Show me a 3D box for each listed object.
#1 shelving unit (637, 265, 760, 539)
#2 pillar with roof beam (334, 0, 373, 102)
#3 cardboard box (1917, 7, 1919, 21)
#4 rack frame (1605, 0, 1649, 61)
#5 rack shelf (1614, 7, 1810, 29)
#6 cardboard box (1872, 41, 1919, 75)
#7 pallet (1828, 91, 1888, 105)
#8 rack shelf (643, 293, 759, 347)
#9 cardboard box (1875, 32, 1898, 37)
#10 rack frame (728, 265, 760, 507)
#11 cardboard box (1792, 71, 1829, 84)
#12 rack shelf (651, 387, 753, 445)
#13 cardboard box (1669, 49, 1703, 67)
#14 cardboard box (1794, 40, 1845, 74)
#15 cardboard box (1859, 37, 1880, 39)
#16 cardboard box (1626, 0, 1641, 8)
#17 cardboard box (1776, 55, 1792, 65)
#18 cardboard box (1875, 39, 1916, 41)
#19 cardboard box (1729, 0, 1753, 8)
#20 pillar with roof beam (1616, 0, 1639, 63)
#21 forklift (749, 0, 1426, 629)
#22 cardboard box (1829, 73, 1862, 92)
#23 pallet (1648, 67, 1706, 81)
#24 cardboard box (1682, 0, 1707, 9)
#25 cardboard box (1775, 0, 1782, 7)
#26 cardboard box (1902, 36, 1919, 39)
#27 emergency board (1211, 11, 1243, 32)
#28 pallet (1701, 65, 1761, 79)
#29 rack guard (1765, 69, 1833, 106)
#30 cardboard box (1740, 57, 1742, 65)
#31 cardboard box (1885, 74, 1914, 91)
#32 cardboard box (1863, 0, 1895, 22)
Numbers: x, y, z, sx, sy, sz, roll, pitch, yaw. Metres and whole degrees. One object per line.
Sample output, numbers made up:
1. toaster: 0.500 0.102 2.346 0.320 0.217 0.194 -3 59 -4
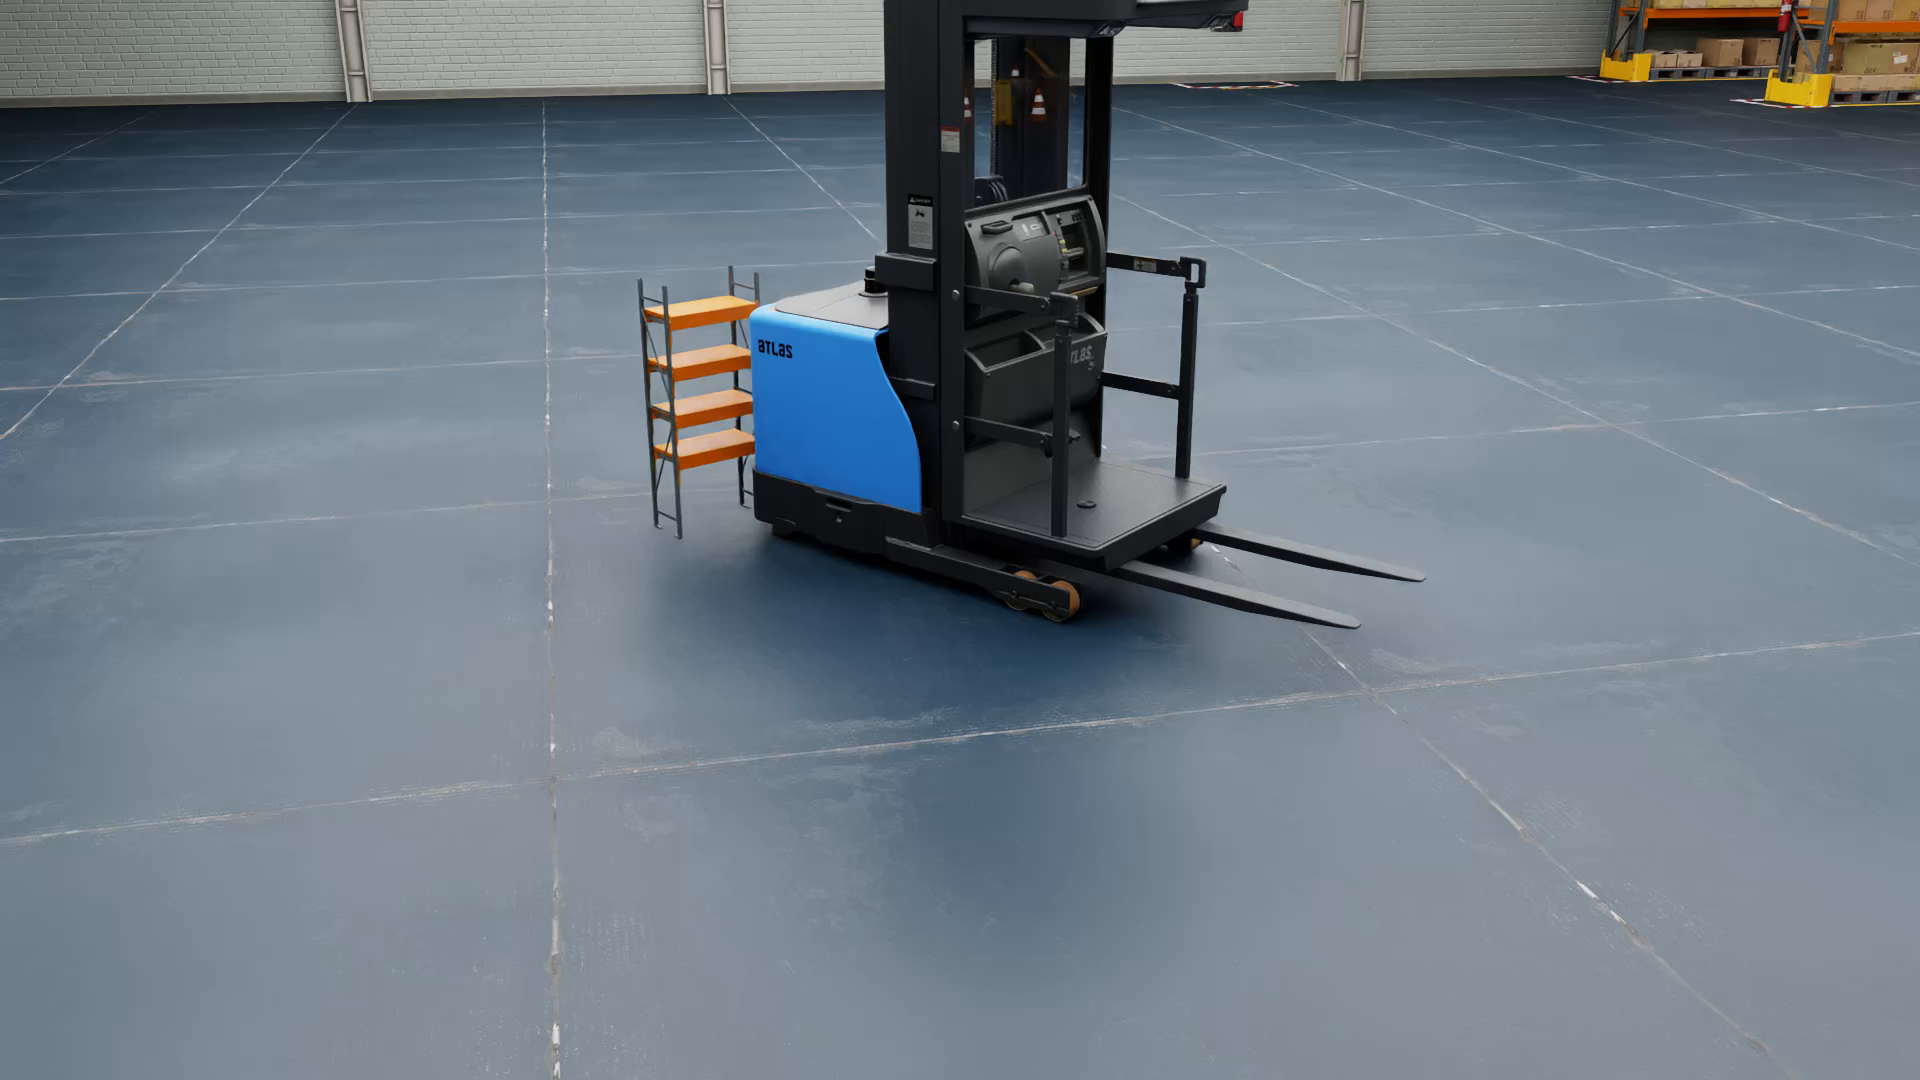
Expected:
1. shelving unit: -1.203 -0.655 7.857 0.503 1.200 0.258 -16 25 -37
2. pillar with roof beam: -9.095 -10.167 22.488 0.400 9.000 9.100 -5 21 -12
3. cardboard box: 15.895 -8.891 27.581 0.500 0.500 0.700 -4 21 -11
4. rack frame: 12.788 -10.346 31.697 0.127 3.000 1.000 -5 21 -12
5. rack shelf: 14.734 -10.167 32.253 4.000 0.370 1.077 -5 21 -12
6. cardboard box: 15.474 -7.998 27.585 0.500 0.500 0.500 -5 21 -12
7. pallet: 14.666 -7.453 27.855 1.213 0.211 1.003 -5 21 -12
8. rack shelf: -1.203 -1.024 7.723 0.480 0.148 0.258 -16 25 -37
9. cardboard box: 18.326 -10.190 33.175 0.500 0.250 0.500 -5 21 -14
10. rack frame: -1.016 -0.709 8.005 0.015 1.200 0.240 -16 25 -37
11. cardboard box: 14.385 -7.736 27.958 0.500 0.250 0.500 -5 21 -12
12. rack shelf: -1.203 -0.592 7.880 0.480 0.148 0.258 -16 25 -37
13. cardboard box: 14.037 -9.360 32.275 0.500 0.311 0.500 -3 20 -8
14. cardboard box: 14.385 -8.088 27.831 0.500 0.500 0.500 -5 21 -12
15. cardboard box: 17.884 -9.817 33.248 0.500 0.500 0.700 -5 21 -14
16. cardboard box: 13.198 -10.387 31.998 0.500 0.250 0.500 -4 21 -12
17. cardboard box: 16.167 -9.486 32.830 0.250 0.166 0.380 -7 21 -20
18. cardboard box: 15.841 -8.212 28.167 0.500 0.500 0.500 -5 21 -12
19. cardboard box: 14.827 -10.341 31.872 0.500 0.250 0.500 -4 21 -12
20. pillar with roof beam: 14.261 -12.067 27.673 0.400 9.000 9.100 -5 21 -12
21. forklift: 0.496 -1.244 6.950 3.031 2.935 1.130 15 25 35
22. cardboard box: 14.504 -7.562 27.485 0.500 0.250 0.500 -5 21 -12
23. pallet: 13.661 -9.095 32.337 1.213 0.211 1.003 -5 21 -12
24. cardboard box: 13.838 -10.263 31.660 0.500 0.250 0.500 -5 21 -14
25. cardboard box: 15.803 -10.426 32.105 0.500 0.250 0.500 -5 21 -12
26. cardboard box: 18.879 -9.887 33.439 0.500 0.500 0.700 -5 21 -13
27. emergency board: 5.017 -10.033 30.844 0.643 1.169 0.194 -5 21 -12
28. pallet: 14.845 -9.191 32.597 1.213 0.211 1.003 -5 21 -12
29. rack guard: 13.908 -7.513 27.596 0.348 0.500 1.175 -5 21 -12
30. cardboard box: 15.119 -9.411 32.649 0.250 0.149 0.380 -6 21 -17
31. cardboard box: 15.477 -7.642 27.704 0.500 0.250 0.500 -5 21 -12
32. cardboard box: 14.899 -8.811 27.361 0.500 0.500 0.700 -4 21 -11
